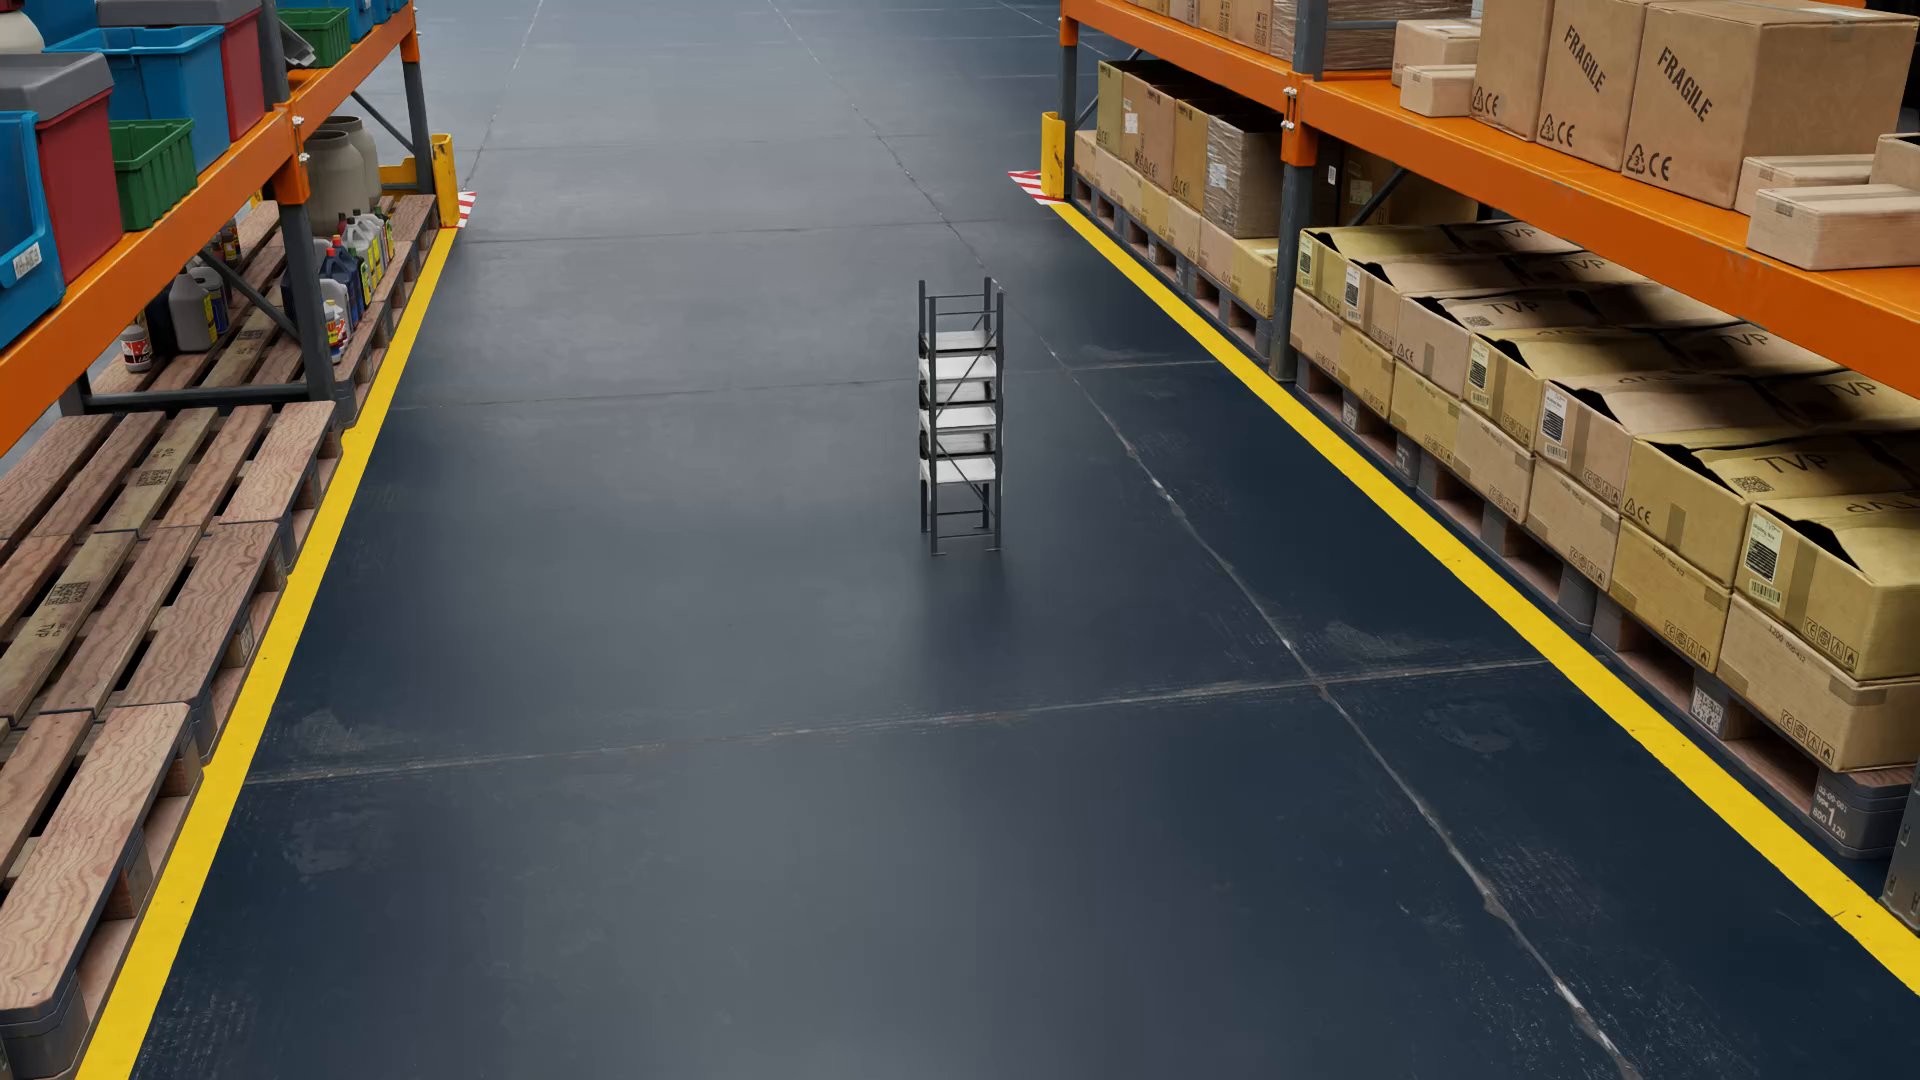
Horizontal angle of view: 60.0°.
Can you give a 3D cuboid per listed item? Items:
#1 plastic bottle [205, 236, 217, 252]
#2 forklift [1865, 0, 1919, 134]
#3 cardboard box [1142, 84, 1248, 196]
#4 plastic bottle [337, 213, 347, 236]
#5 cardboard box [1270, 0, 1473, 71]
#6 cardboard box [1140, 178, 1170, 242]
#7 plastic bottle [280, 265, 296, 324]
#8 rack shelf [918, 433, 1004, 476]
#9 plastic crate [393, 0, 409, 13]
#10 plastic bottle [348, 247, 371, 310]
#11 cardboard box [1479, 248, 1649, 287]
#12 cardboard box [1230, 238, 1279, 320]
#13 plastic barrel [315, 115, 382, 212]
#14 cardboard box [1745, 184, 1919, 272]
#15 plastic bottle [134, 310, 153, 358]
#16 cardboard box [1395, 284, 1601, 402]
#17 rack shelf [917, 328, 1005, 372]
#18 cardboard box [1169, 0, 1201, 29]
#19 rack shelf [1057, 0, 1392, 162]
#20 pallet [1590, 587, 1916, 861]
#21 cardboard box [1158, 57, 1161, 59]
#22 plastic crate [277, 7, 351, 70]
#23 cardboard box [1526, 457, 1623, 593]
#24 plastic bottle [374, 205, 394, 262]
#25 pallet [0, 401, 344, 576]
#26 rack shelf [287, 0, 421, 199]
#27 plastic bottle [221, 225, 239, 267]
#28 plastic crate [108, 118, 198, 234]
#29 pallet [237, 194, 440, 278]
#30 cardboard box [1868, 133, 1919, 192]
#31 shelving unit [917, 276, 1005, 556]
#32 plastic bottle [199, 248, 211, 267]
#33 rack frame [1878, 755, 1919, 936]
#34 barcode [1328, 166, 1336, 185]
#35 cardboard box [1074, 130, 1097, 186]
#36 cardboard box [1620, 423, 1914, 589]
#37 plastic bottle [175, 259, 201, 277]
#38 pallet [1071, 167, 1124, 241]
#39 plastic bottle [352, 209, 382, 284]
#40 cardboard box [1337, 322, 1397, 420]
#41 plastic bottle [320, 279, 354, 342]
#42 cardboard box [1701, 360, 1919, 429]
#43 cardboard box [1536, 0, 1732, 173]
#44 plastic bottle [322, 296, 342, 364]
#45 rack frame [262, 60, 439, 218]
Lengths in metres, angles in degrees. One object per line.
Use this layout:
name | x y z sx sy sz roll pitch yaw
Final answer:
plastic bottle | -3.618 -1.373 8.004 0.097 0.271 0.097 0 24 0
forklift | 4.874 -2.285 7.319 3.031 2.935 1.130 -5 24 -12
cardboard box | 1.295 -2.155 8.911 0.500 0.500 0.500 -4 24 -10
plastic bottle | -3.043 -1.489 8.256 0.061 0.283 0.133 -4 24 -10
cardboard box | 1.791 -2.343 7.243 0.700 0.500 0.500 -5 24 -11
cardboard box | 1.296 -1.812 9.061 0.500 0.250 0.500 -4 24 -10
plastic bottle | -2.872 -1.083 7.243 0.144 0.351 0.185 -4 24 -10
rack shelf | 0.001 -0.296 5.612 0.258 0.077 0.200 -4 24 -10
plastic crate | -3.342 -3.089 9.260 0.499 0.251 0.616 -4 24 -10
plastic bottle | -2.755 -1.206 7.607 0.061 0.283 0.133 -3 24 -7
cardboard box | 2.338 -0.970 6.434 0.500 0.311 0.500 -4 24 -8
cardboard box | 1.579 -1.222 7.711 0.500 0.250 0.500 -4 24 -10
plastic barrel | -3.532 -2.131 9.465 0.421 0.512 0.421 0 24 0
cardboard box | 2.181 -0.768 4.075 0.380 0.149 0.250 -4 24 -10
plastic bottle | -3.402 -0.880 6.861 0.061 0.283 0.133 -3 24 -7
cardboard box | 1.895 -0.731 5.886 0.500 0.311 0.500 -5 24 -11
rack shelf | 0.001 -0.626 5.468 0.258 0.077 0.200 -4 24 -10
cardboard box | 1.502 -2.949 8.630 0.700 0.500 0.500 -4 24 -8
rack shelf | 1.509 -2.580 8.809 1.077 0.370 4.000 -4 24 -10
pallet | 2.505 0.401 4.568 1.003 0.211 1.213 -4 24 -10
cardboard box | 1.531 -2.784 10.350 0.500 0.500 0.500 -4 24 -10
plastic crate | -2.963 -2.216 7.341 0.450 0.188 0.662 -4 24 -10
cardboard box | 2.093 -0.072 5.077 0.500 0.250 0.500 -4 24 -9
plastic bottle | -2.919 -1.554 8.404 0.061 0.283 0.133 -4 24 -8
pallet | -2.806 -0.174 5.885 1.003 0.211 1.213 -4 24 -10
rack shelf | -3.359 -2.215 7.973 1.077 0.370 4.000 -4 24 -10
plastic bottle | -3.681 -1.474 8.324 0.097 0.201 0.097 0 24 0
plastic crate | -2.390 -0.997 4.550 0.450 0.188 0.662 -4 24 -10
pallet | -3.524 -1.707 9.395 1.003 0.211 1.213 -4 24 -10
cardboard box | 2.644 -0.875 4.118 0.500 0.311 0.500 -5 24 -10
shelving unit | 0.001 -0.409 5.563 0.258 0.900 0.210 -4 24 -10
plastic bottle | -3.391 -1.167 7.519 0.061 0.283 0.133 -4 24 -10
rack frame | 2.619 -0.550 3.262 1.000 3.000 0.127 -4 24 -10
barcode | 1.517 -1.488 6.784 0.001 0.075 0.075 -4 24 -10
cardboard box | 1.020 -2.402 10.412 0.500 0.250 0.500 -4 24 -10
cardboard box | 2.178 -0.131 4.513 0.500 0.311 0.500 -5 24 -11
plastic bottle | -3.487 -1.180 7.465 0.144 0.351 0.185 -4 24 -10
pallet | 1.322 -2.121 10.343 1.003 0.211 1.213 -4 24 -10
plastic bottle | -2.879 -1.409 7.988 0.144 0.351 0.185 -3 24 -8
cardboard box | 1.804 -0.678 6.464 0.500 0.250 0.500 -4 24 -8
plastic bottle | -2.704 -0.995 7.133 0.152 0.276 0.135 -3 24 -8
cardboard box | 2.613 -0.374 5.068 0.500 0.311 0.500 -5 24 -11
cardboard box | 2.195 -1.462 5.224 0.500 0.500 0.500 -4 24 -10
plastic bottle | -2.617 -0.867 6.847 0.097 0.271 0.097 0 24 0
rack frame | -3.729 -3.332 9.630 1.000 3.000 0.127 -4 24 -10
